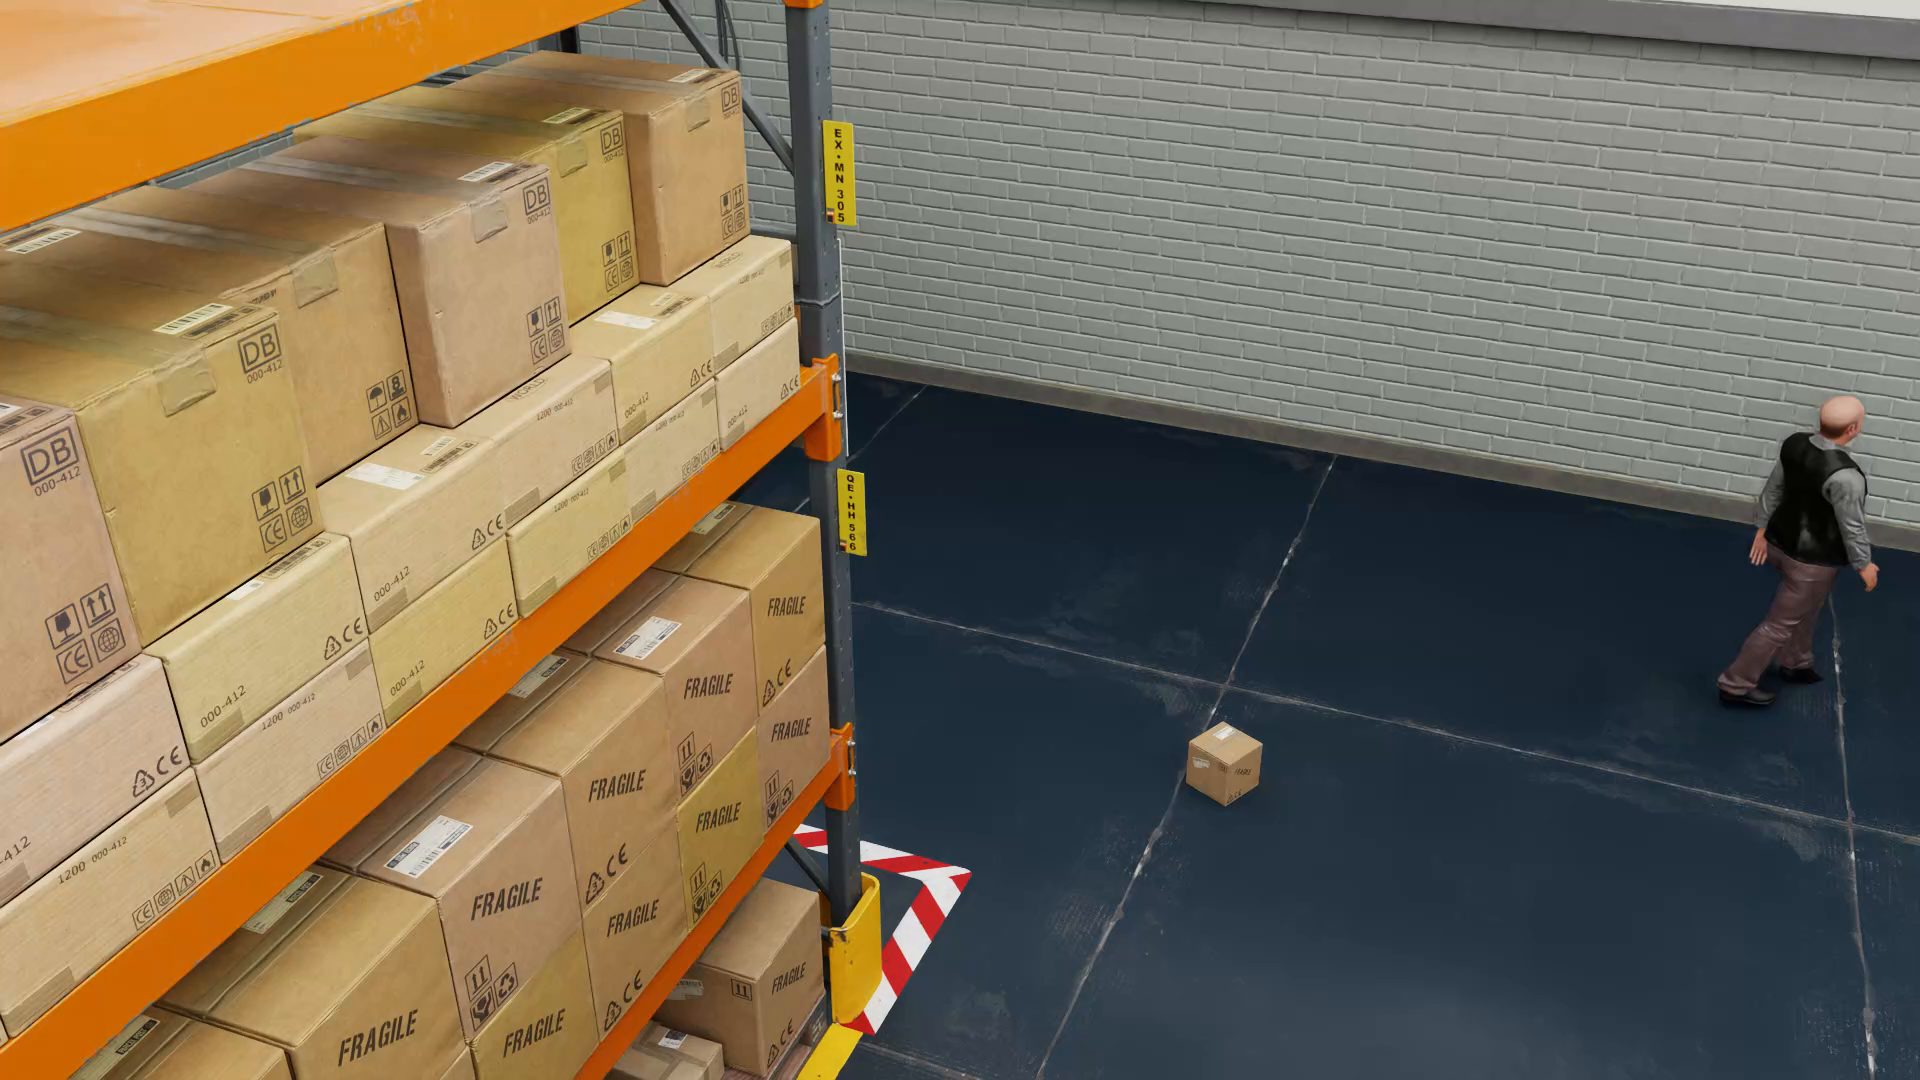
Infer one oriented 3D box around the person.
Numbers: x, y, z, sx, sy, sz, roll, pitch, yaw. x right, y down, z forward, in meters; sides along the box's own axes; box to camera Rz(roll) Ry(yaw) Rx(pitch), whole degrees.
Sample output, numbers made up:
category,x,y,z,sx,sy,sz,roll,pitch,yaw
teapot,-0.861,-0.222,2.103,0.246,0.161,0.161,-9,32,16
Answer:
category,x,y,z,sx,sy,sz,roll,pitch,yaw
person,4.268,0.091,8.286,0.722,1.769,0.556,-4,30,-6
